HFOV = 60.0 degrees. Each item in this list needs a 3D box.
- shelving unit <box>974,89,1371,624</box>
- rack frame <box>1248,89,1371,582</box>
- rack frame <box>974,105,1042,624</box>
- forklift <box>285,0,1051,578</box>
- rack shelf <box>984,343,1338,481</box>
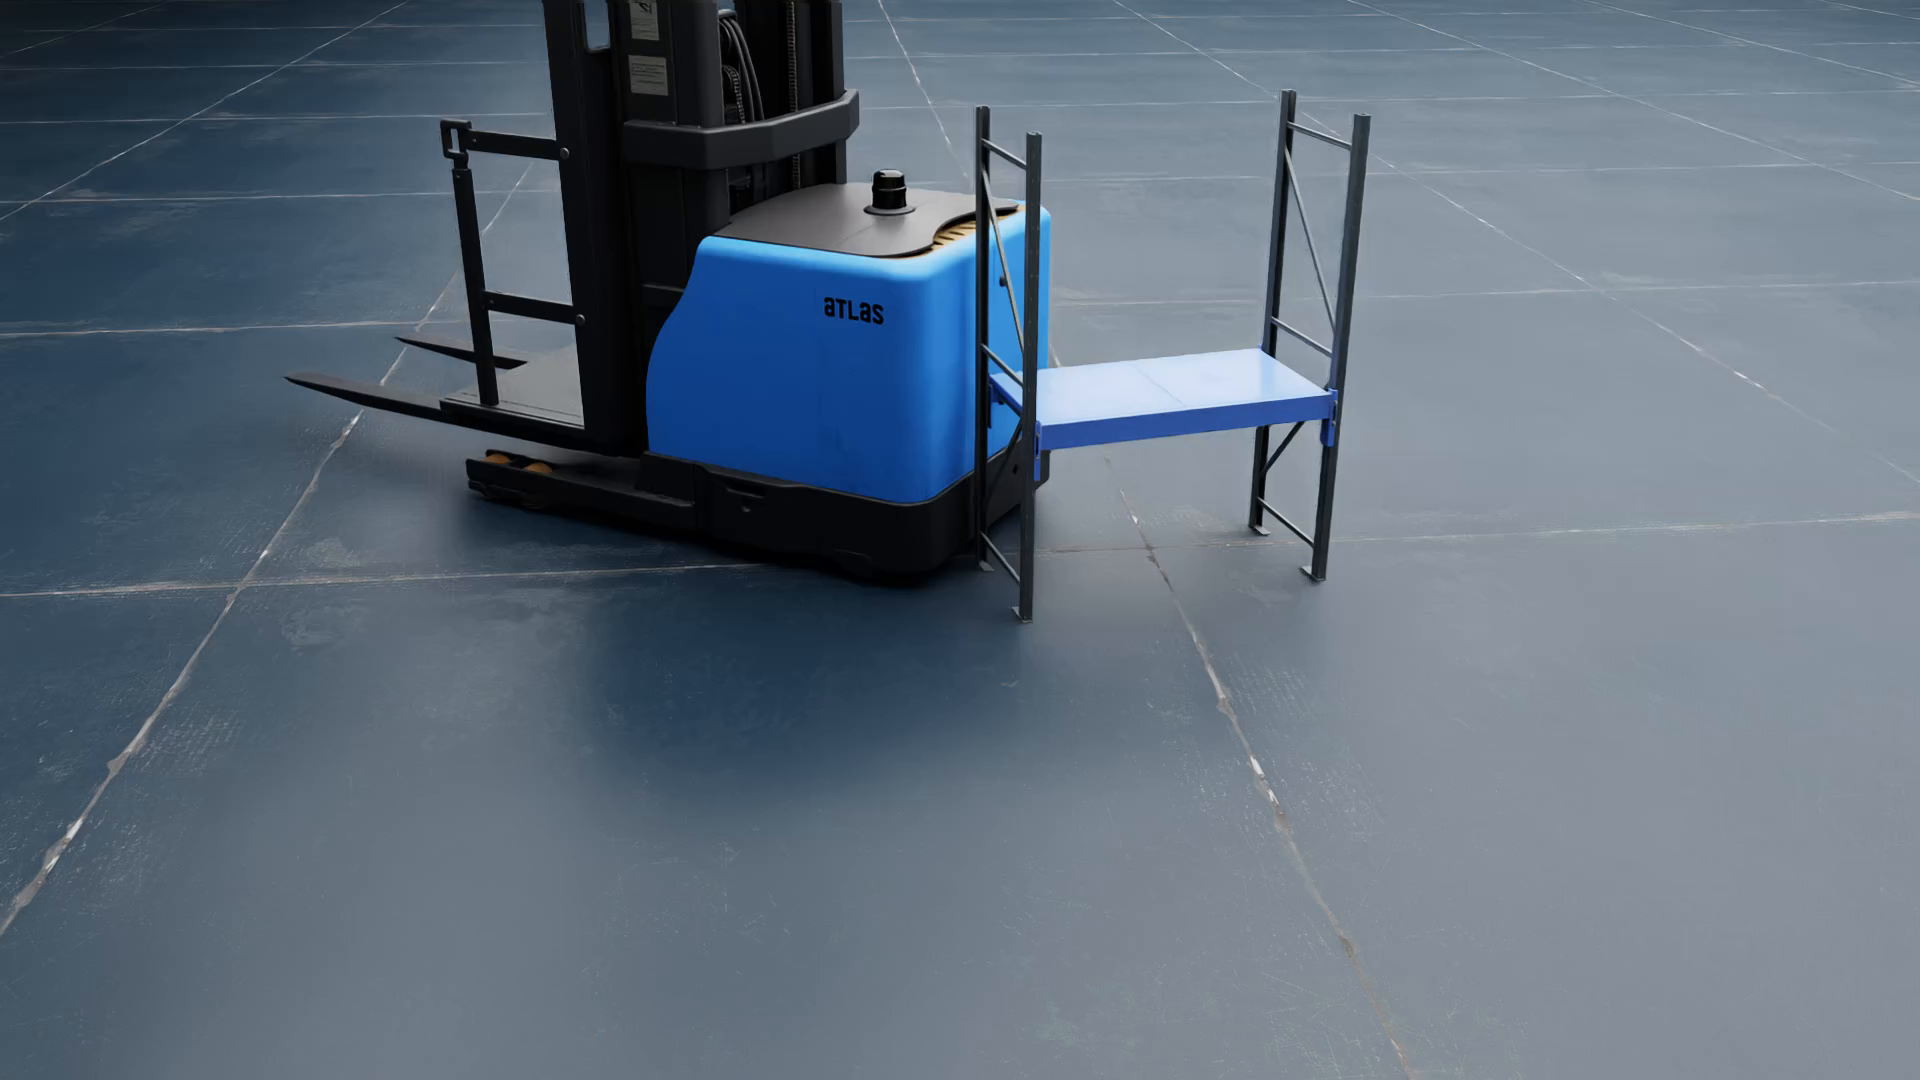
[{"bbox_3d":[0.622,-0.584,5.217,1.048,1.500,0.538,-7,25,-16],"label":"shelving unit"},{"bbox_3d":[1.108,-0.645,5.355,0.032,1.500,0.500,-7,25,-16],"label":"rack frame"},{"bbox_3d":[0.137,-0.522,5.078,0.032,1.500,0.500,-7,25,-16],"label":"rack frame"},{"bbox_3d":[-1.219,-1.624,5.795,3.031,2.935,1.130,12,27,25],"label":"forklift"},{"bbox_3d":[0.622,-0.419,5.290,1.000,0.185,0.538,-7,25,-16],"label":"rack shelf"}]
